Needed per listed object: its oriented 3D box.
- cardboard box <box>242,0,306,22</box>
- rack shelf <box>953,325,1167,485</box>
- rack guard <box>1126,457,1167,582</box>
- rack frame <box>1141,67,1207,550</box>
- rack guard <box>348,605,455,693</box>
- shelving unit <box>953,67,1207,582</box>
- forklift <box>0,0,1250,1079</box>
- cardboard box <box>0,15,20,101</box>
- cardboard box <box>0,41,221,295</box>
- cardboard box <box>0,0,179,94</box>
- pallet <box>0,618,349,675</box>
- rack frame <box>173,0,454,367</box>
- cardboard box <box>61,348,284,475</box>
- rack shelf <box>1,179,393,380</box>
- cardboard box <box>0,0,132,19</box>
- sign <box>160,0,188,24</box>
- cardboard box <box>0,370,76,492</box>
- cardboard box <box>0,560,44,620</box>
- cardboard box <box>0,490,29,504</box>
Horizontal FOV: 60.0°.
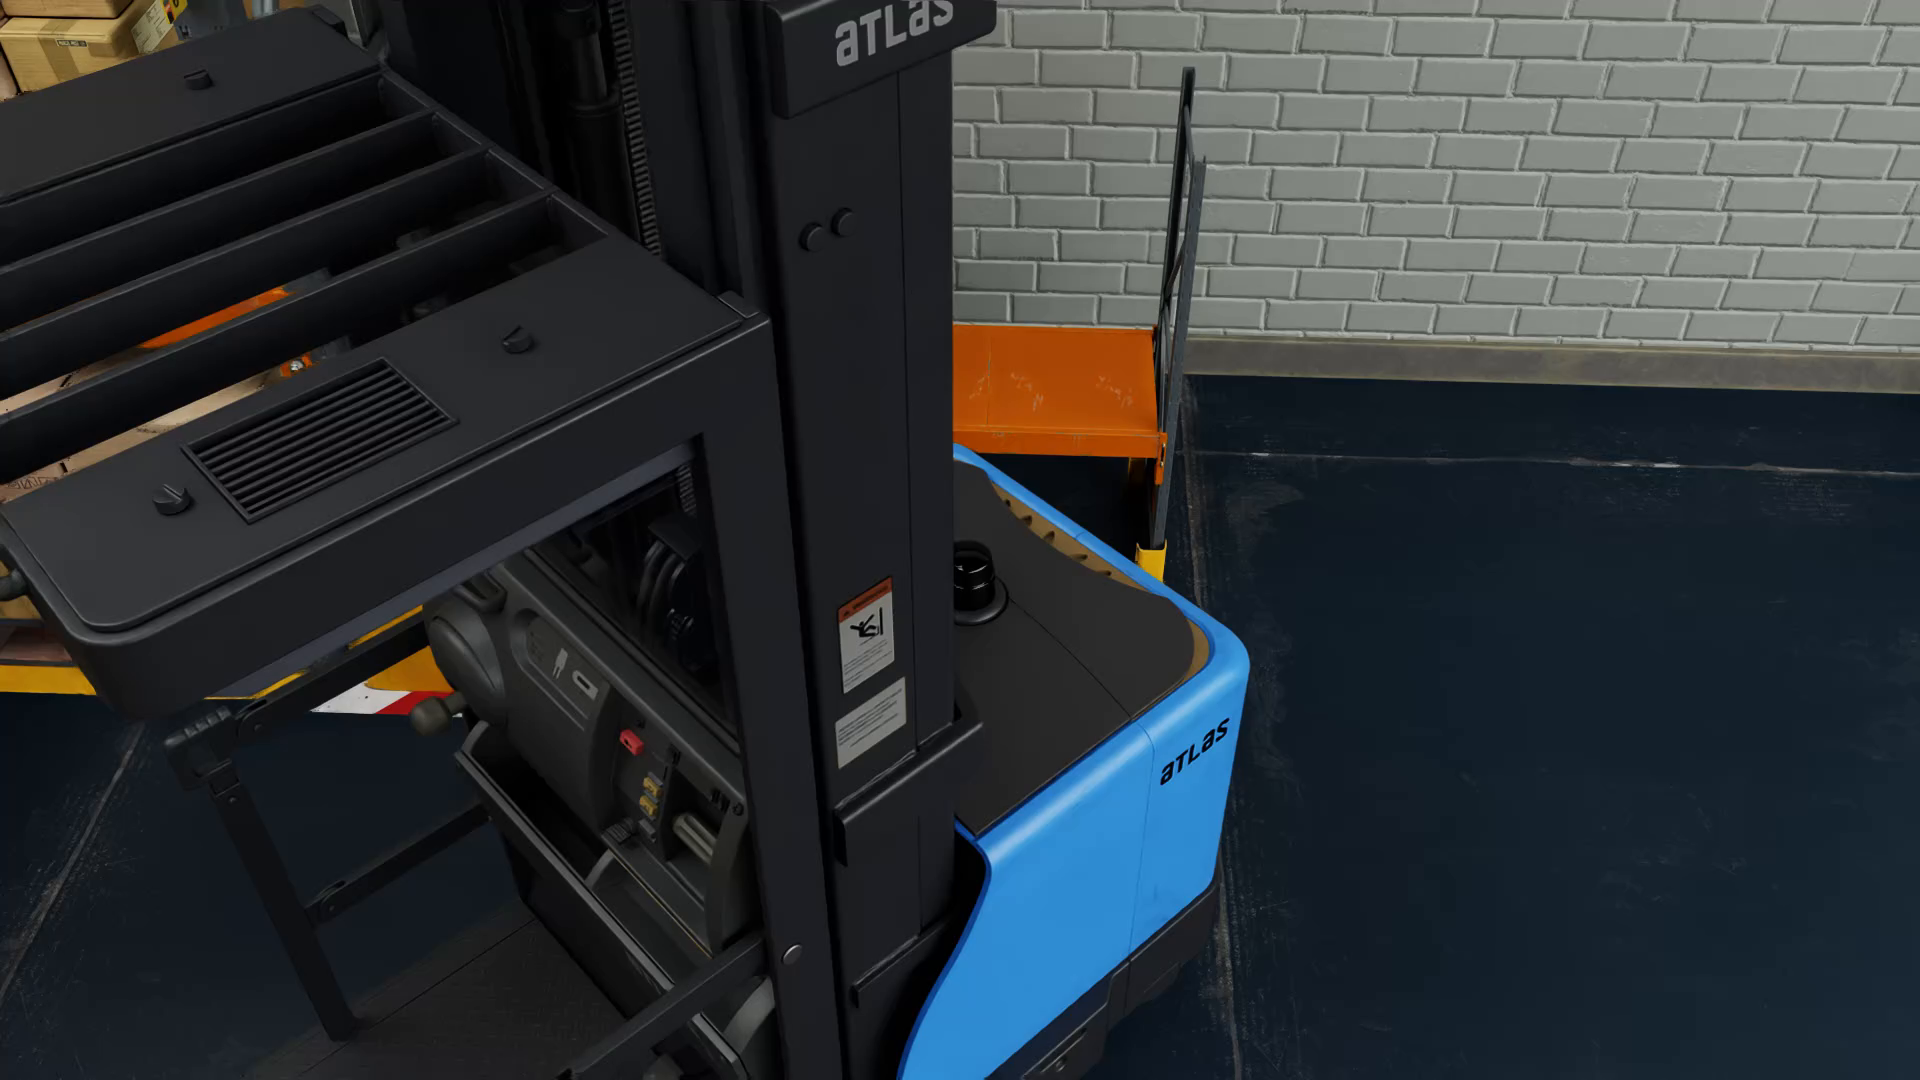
[{"bbox_3d":[-2.055,-1.303,4.375,0.500,0.500,0.500,3,43,3],"label":"cardboard box"},{"bbox_3d":[0.085,-0.415,4.859,1.000,0.185,0.538,2,43,2],"label":"rack shelf"},{"bbox_3d":[0.574,-0.074,5.146,0.087,0.250,0.587,2,43,2],"label":"rack guard"},{"bbox_3d":[0.593,-0.531,4.719,0.032,1.500,0.500,2,43,2],"label":"rack frame"},{"bbox_3d":[-1.548,-0.147,5.041,0.348,0.500,1.175,2,43,2],"label":"rack guard"},{"bbox_3d":[0.076,-0.546,4.736,1.083,1.500,0.587,2,43,2],"label":"shelving unit"},{"bbox_3d":[-0.804,0.373,2.700,3.031,2.935,1.130,-32,52,-30],"label":"forklift"},{"bbox_3d":[-2.188,-1.144,3.728,0.250,0.149,0.380,2,43,3],"label":"cardboard box"},{"bbox_3d":[-2.076,-0.935,3.980,0.500,0.500,0.500,1,43,1],"label":"cardboard box"},{"bbox_3d":[-1.931,-1.156,3.741,0.250,0.149,0.380,2,43,3],"label":"cardboard box"},{"bbox_3d":[-2.338,-0.037,5.135,1.213,0.211,1.003,2,43,2],"label":"pallet"},{"bbox_3d":[-1.572,-1.062,4.190,0.127,3.000,1.000,2,43,2],"label":"rack frame"},{"bbox_3d":[-2.046,-0.378,4.430,0.500,0.250,0.500,3,43,3],"label":"cardboard box"},{"bbox_3d":[-3.570,-0.861,4.501,4.000,0.370,1.077,2,43,2],"label":"rack shelf"},{"bbox_3d":[-1.940,-1.313,3.691,0.250,0.149,0.380,2,43,2],"label":"cardboard box"},{"bbox_3d":[-1.611,-1.204,3.318,0.005,0.325,0.100,2,43,2],"label":"sign"},{"bbox_3d":[-2.557,-0.389,4.443,0.500,0.250,0.500,2,43,3],"label":"cardboard box"},{"bbox_3d":[-2.552,-0.031,4.792,0.500,0.250,0.500,2,43,2],"label":"cardboard box"},{"bbox_3d":[-2.573,-0.218,4.625,0.500,0.250,0.500,1,43,1],"label":"cardboard box"}]
